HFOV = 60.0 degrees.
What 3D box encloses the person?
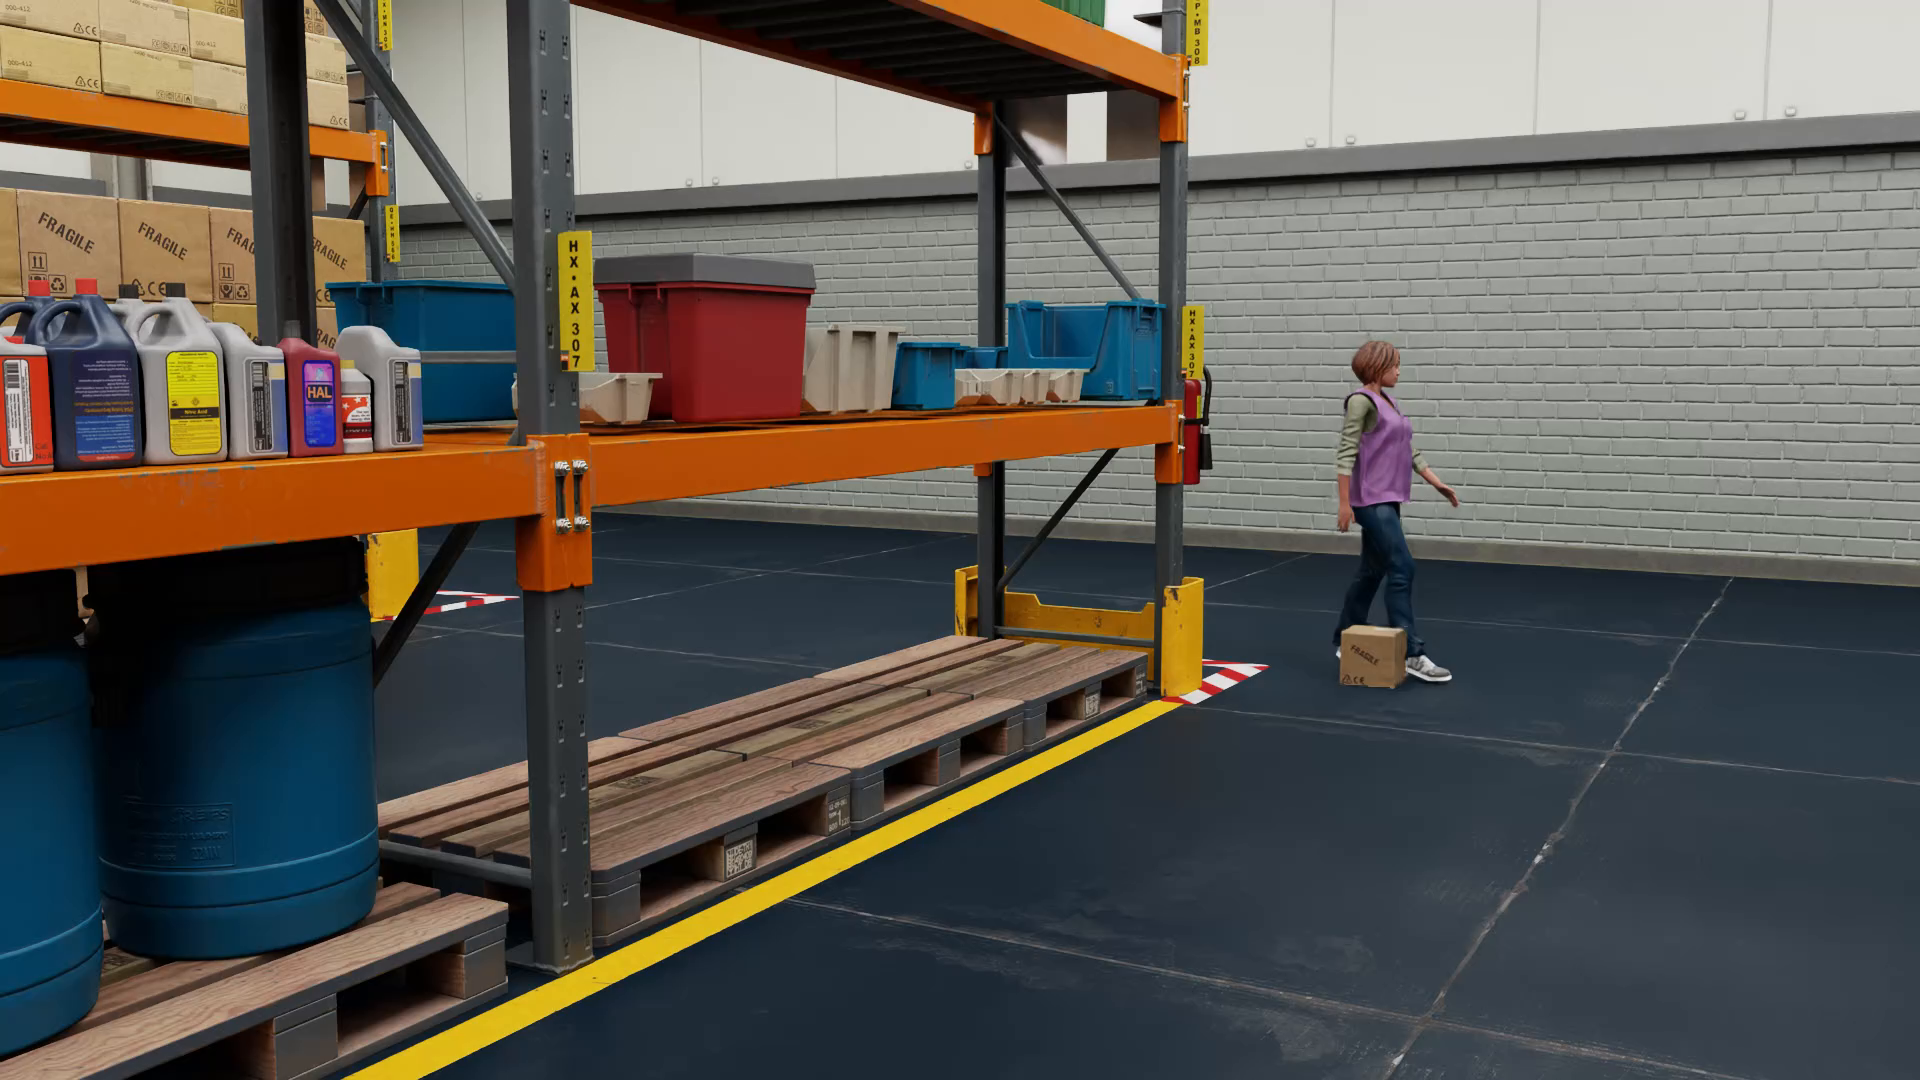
[{"bbox_3d":[2.097,-0.156,7.976,0.646,1.590,0.436,4,7,31],"label":"person"}]
